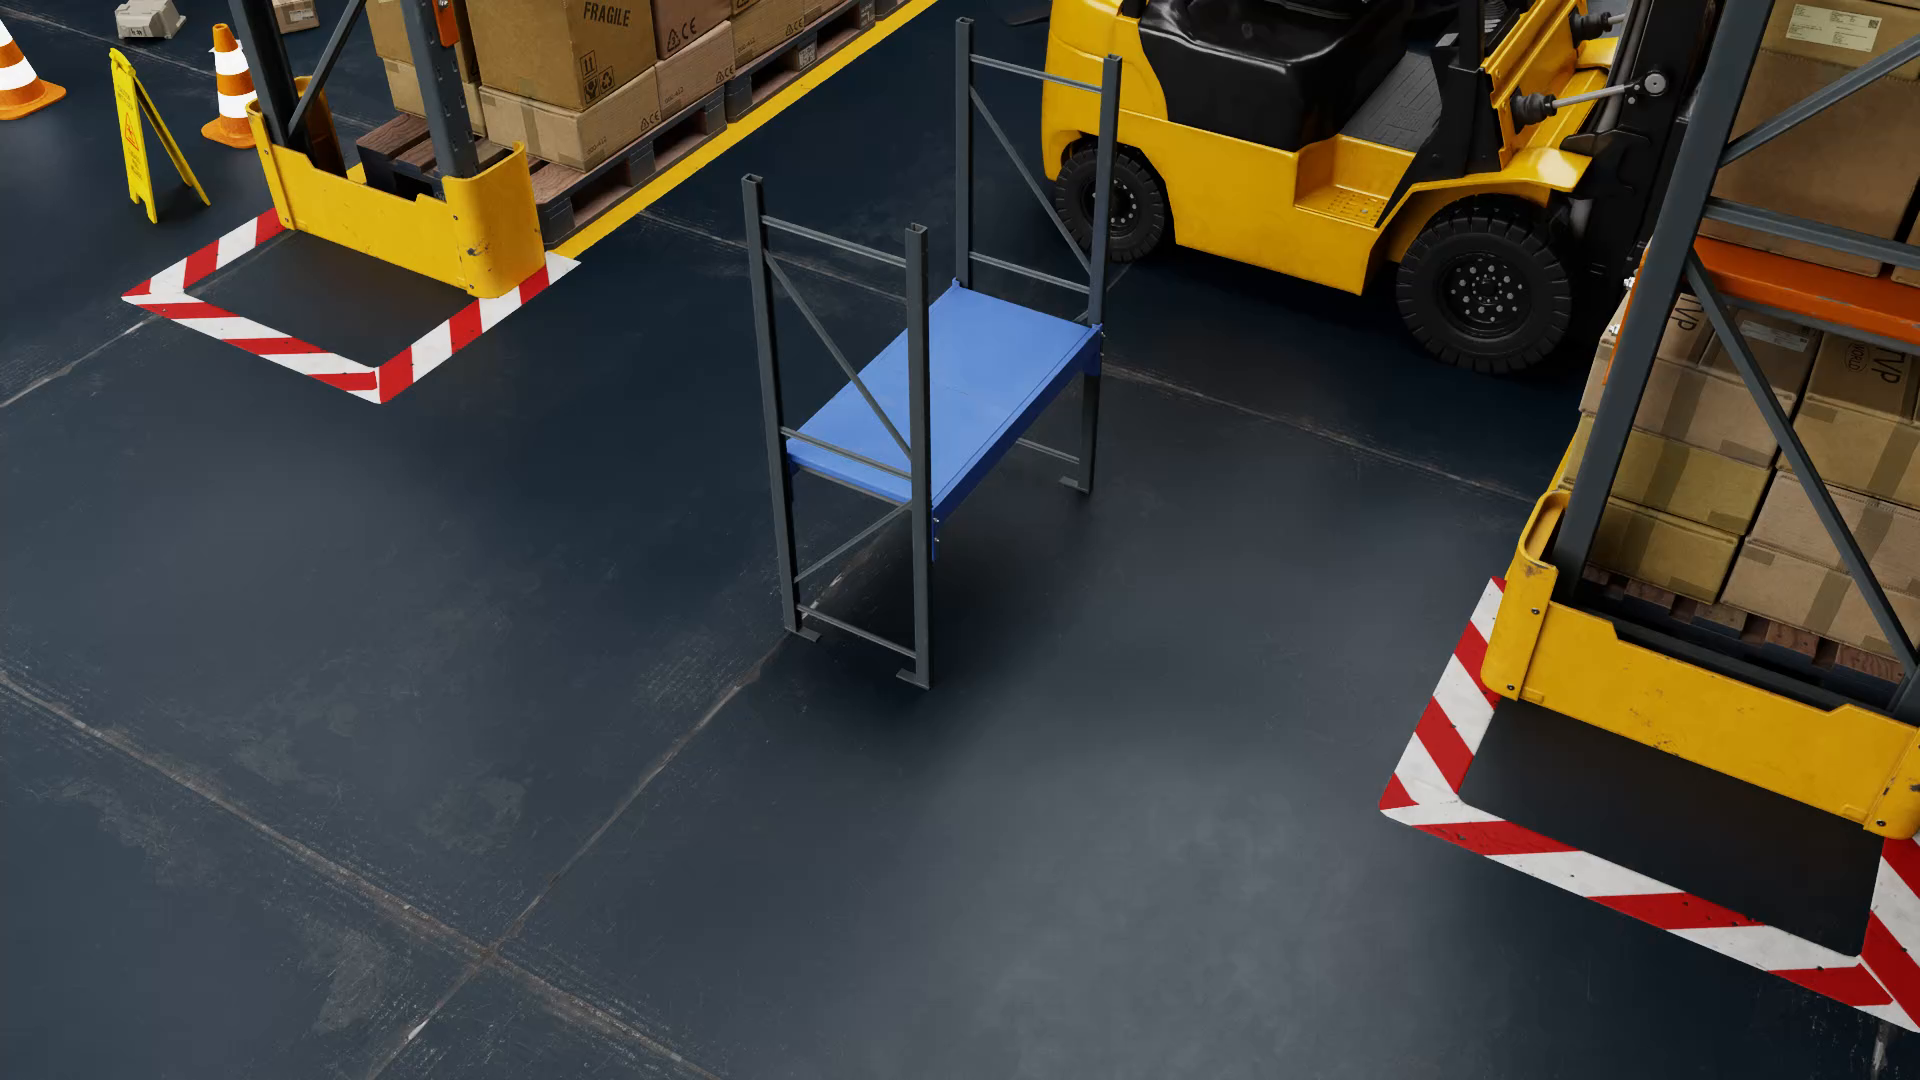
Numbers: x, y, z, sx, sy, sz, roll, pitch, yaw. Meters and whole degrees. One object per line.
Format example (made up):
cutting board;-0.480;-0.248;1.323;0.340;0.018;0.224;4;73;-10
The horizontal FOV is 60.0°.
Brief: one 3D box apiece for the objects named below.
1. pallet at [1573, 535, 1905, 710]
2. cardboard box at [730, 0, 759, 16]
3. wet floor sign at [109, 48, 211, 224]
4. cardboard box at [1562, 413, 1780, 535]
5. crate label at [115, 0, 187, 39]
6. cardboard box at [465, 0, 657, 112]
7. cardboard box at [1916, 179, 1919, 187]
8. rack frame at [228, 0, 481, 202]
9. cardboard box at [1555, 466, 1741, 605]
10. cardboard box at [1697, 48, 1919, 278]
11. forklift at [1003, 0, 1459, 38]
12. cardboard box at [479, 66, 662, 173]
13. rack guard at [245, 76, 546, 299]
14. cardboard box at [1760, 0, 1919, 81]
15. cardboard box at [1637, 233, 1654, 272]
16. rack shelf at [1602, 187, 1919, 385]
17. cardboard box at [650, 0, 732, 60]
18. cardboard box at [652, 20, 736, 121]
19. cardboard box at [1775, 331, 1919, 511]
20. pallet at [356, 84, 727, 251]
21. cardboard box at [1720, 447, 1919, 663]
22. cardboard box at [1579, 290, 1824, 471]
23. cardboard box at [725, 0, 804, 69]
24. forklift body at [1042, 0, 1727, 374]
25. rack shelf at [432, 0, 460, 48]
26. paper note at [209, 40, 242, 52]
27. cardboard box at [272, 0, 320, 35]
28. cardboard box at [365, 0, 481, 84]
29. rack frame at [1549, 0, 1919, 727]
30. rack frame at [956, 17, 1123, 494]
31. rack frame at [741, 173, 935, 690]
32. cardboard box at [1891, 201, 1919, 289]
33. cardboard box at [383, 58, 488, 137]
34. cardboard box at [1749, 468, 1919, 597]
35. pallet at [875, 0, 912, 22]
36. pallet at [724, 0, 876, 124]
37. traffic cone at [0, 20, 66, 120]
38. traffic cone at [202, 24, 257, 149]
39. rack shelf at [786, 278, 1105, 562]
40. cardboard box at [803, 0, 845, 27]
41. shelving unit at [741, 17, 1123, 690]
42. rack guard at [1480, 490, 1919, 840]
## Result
pallet;2.429;-0.034;5.129;1.003;0.211;1.213;21;45;22
cardboard box;-1.047;-2.645;7.179;0.500;0.500;0.500;22;46;23
wet floor sign;-3.239;-1.630;6.613;0.232;0.644;0.267;-29;49;-29
cardboard box;2.055;-0.325;4.733;0.500;0.250;0.500;20;45;22
crate label;-3.910;-2.510;7.997;0.250;0.136;0.298;0;41;0
cardboard box;-1.563;-2.060;6.515;0.500;0.500;0.500;19;45;21
cardboard box;2.812;-1.164;4.226;0.500;0.500;0.500;22;46;23
rack frame;-2.217;-2.269;5.557;1.000;3.000;0.127;21;45;22
cardboard box;2.044;-0.128;4.889;0.500;0.250;0.500;21;46;22
cardboard box;2.101;-1.035;4.080;0.500;0.500;0.500;20;45;21
forklift;1.654;-3.652;7.180;3.031;2.935;1.130;-22;46;-23
cardboard box;-1.574;-1.765;6.747;0.500;0.250;0.500;21;45;22
rack guard;-2.179;-1.374;6.432;1.175;0.500;0.348;21;45;22
cardboard box;2.013;-1.201;3.778;0.380;0.149;0.250;22;46;23
cardboard box;2.293;-0.791;4.885;0.500;0.250;0.500;22;46;23
rack shelf;3.083;-1.504;5.232;1.077;0.370;4.000;21;45;22
cardboard box;-1.305;-2.360;6.856;0.500;0.500;0.500;19;45;21
cardboard box;-1.312;-2.054;7.076;0.500;0.250;0.500;23;46;24
cardboard box;2.487;-0.343;4.376;0.500;0.250;0.500;20;45;21
pallet;-1.742;-1.719;7.042;1.003;0.211;1.213;21;45;22
cardboard box;2.497;0.029;4.711;0.500;0.250;0.500;21;46;22
cardboard box;2.043;-0.497;4.551;0.500;0.250;0.500;22;46;23
cardboard box;-1.050;-2.371;7.435;0.500;0.250;0.500;24;47;25
forklift body;1.452;-1.999;5.893;2.313;2.155;1.214;21;45;22
rack shelf;-1.216;-3.143;7.094;1.077;0.370;4.000;21;45;22
paper note;-3.468;-2.354;7.900;0.148;0.019;0.142;7;42;8
cardboard box;-3.311;-2.617;8.109;0.250;0.149;0.380;-21;45;-22
cardboard box;-2.042;-2.221;6.697;0.500;0.500;0.500;21;46;22
rack frame;2.082;-0.629;3.695;1.000;3.000;0.127;21;45;22
rack frame;0.212;-0.805;5.029;0.500;1.500;0.032;21;45;22
rack frame;-0.297;-0.223;4.369;0.500;1.500;0.032;21;45;22
cardboard box;2.571;-0.858;3.880;0.500;0.500;0.500;22;46;23
cardboard box;-2.034;-1.960;6.969;0.500;0.250;0.500;21;45;22
cardboard box;2.497;-0.143;4.527;0.500;0.250;0.500;22;46;23
pallet;-0.521;-3.115;8.628;1.003;0.211;1.213;21;45;22
pallet;-1.131;-2.414;7.832;1.003;0.211;1.213;21;45;22
traffic cone;-4.250;-2.162;7.355;0.336;0.463;0.334;21;45;22
traffic cone;-3.119;-1.989;7.159;0.336;0.463;0.334;21;45;22
rack shelf;-0.043;-0.379;4.818;0.538;0.185;1.000;21;45;22
cardboard box;-0.795;-2.659;7.762;0.500;0.250;0.500;22;46;23
shelving unit;-0.043;-0.514;4.699;0.538;1.500;1.048;21;45;22
rack guard;2.070;0.322;4.506;1.175;0.500;0.348;21;45;22
